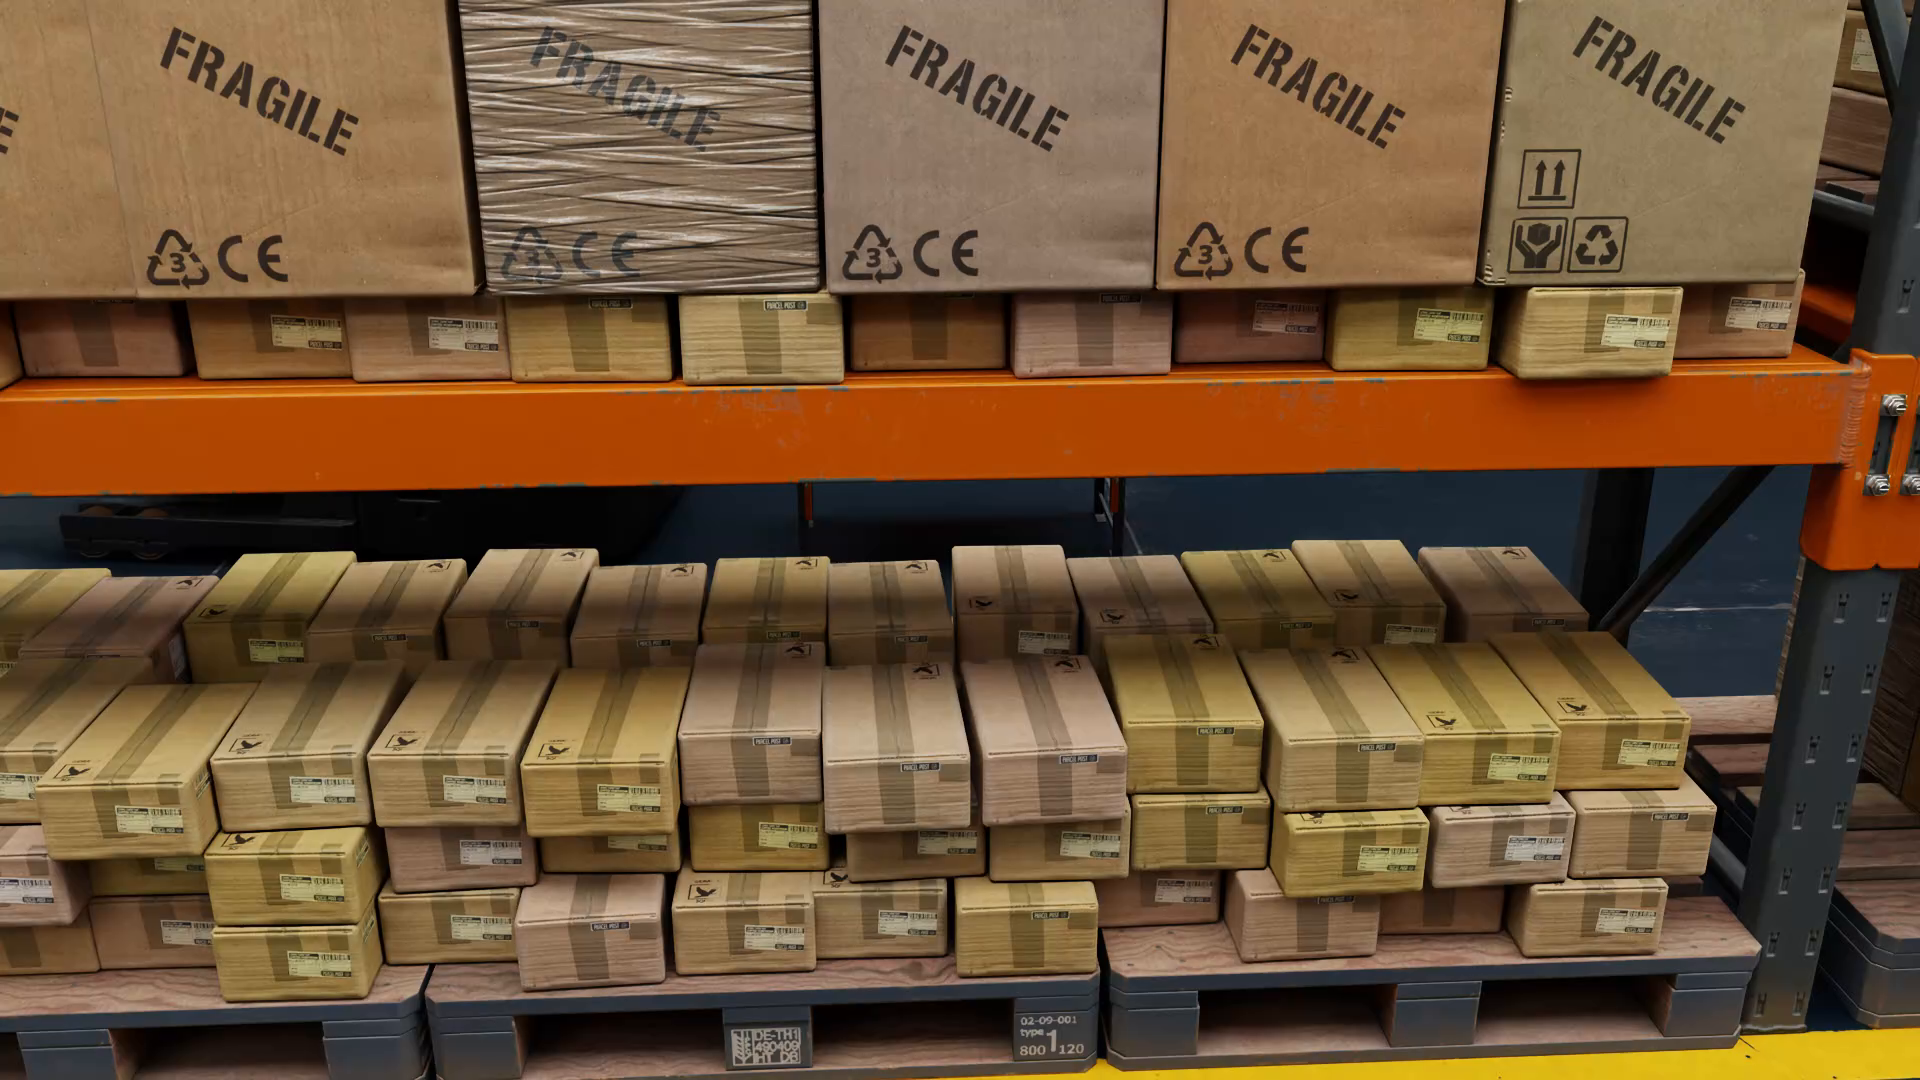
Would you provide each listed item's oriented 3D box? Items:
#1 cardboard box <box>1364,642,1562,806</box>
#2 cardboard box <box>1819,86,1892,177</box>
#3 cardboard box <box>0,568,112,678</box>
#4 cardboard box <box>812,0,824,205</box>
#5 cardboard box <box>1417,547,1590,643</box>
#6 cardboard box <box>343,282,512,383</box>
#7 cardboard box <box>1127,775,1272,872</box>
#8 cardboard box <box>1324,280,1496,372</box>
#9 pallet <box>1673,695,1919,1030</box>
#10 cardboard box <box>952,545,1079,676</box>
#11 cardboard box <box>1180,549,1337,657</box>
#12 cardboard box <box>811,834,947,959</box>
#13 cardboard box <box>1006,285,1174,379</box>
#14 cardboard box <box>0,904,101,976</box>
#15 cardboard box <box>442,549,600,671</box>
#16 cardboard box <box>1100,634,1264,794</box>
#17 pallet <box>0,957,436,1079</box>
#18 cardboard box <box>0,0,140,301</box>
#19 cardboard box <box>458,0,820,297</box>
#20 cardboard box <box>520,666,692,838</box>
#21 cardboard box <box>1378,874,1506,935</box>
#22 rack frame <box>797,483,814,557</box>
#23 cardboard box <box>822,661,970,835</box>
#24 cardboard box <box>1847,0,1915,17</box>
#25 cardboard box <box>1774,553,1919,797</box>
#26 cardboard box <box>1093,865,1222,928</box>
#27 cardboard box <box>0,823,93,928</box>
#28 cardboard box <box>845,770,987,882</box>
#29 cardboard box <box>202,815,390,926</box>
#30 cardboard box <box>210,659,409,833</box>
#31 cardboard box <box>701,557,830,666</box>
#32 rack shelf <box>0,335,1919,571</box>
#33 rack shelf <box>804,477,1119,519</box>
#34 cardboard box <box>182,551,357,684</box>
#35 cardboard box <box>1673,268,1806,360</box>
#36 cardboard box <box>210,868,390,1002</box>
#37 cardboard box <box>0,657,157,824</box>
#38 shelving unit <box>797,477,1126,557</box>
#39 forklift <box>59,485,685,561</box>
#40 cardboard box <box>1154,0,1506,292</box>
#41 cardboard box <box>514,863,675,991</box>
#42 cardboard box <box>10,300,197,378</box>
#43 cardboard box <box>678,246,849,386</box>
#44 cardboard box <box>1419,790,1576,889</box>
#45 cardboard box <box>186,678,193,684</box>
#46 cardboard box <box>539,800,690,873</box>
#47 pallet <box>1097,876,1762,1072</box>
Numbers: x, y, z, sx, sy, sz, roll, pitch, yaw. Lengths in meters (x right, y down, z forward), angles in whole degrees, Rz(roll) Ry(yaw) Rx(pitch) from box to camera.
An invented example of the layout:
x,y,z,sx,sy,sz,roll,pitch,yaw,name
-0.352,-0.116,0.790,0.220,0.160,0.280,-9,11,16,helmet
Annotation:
x,y,z,sx,sy,sz,roll,pitch,yaw,name
0.921,0.336,3.103,0.250,0.149,0.380,-1,21,-2,cardboard box
1.900,-0.798,3.264,0.250,0.149,0.380,-2,21,-4,cardboard box
-1.965,0.198,3.466,0.250,0.149,0.380,-1,21,-2,cardboard box
-0.527,-0.875,3.144,0.500,0.500,0.500,0,21,0,cardboard box
1.159,0.151,3.590,0.250,0.149,0.380,0,21,-1,cardboard box
-0.842,-0.384,2.768,0.250,0.149,0.380,-2,21,-4,cardboard box
0.426,0.467,3.176,0.250,0.149,0.380,-1,21,-3,cardboard box
0.721,-0.406,2.826,0.250,0.149,0.380,0,21,-1,cardboard box
2.292,0.646,3.628,1.213,0.211,1.003,-1,21,-3,pallet
0.113,0.147,3.599,0.250,0.149,0.380,-1,21,-2,cardboard box
0.631,0.158,3.571,0.250,0.149,0.380,-1,21,-4,cardboard box
-0.155,0.627,3.176,0.250,0.149,0.380,-1,21,-2,cardboard box
0.193,-0.394,2.792,0.250,0.149,0.380,-2,21,-5,cardboard box
-1.681,0.645,3.127,0.250,0.149,0.380,-1,21,-3,cardboard box
-0.932,0.155,3.580,0.250,0.149,0.380,0,21,-1,cardboard box
0.410,0.321,3.142,0.250,0.149,0.380,0,21,-1,cardboard box
-1.590,0.738,3.386,1.213,0.211,1.003,-1,21,-3,pallet
-1.482,-0.676,2.623,0.500,0.500,0.500,-1,21,-3,cardboard box
-0.484,-0.694,2.670,0.500,0.500,0.500,-2,21,-4,cardboard box
-0.624,0.375,3.001,0.250,0.149,0.380,-1,21,-2,cardboard box
0.878,0.600,3.246,0.250,0.149,0.380,-1,21,-2,cardboard box
-0.514,-0.515,5.393,0.032,1.125,0.500,-1,21,-3,rack frame
-0.124,0.369,3.015,0.250,0.149,0.380,-2,21,-5,cardboard box
1.904,-1.075,3.156,0.250,0.149,0.380,0,21,-1,cardboard box
2.239,0.227,3.733,0.500,0.500,0.500,-2,21,-4,cardboard box
0.348,0.590,3.271,0.250,0.149,0.380,-2,21,-4,cardboard box
-1.665,0.532,3.005,0.250,0.149,0.380,-1,21,-3,cardboard box
-0.096,0.478,3.149,0.250,0.149,0.380,-2,21,-6,cardboard box
-1.163,0.529,3.013,0.250,0.149,0.380,-1,21,-1,cardboard box
-1.166,0.366,3.024,0.250,0.149,0.380,-2,21,-6,cardboard box
-0.403,0.173,3.531,0.250,0.149,0.380,-1,21,-3,cardboard box
-0.482,-0.264,3.110,4.000,0.370,1.077,-1,21,-3,rack shelf
-0.007,-0.297,5.507,1.000,0.278,0.538,-1,21,-3,rack shelf
-1.460,0.163,3.559,0.250,0.149,0.380,-2,21,-4,cardboard box
1.243,-0.435,2.900,0.250,0.149,0.380,-1,21,-4,cardboard box
-1.172,0.671,3.058,0.250,0.149,0.380,-1,21,-2,cardboard box
-1.668,0.360,3.040,0.250,0.149,0.380,-1,21,-2,cardboard box
-0.007,-0.526,5.420,1.048,1.125,0.538,-1,21,-3,shelving unit
-2.508,-1.487,5.406,3.031,2.935,1.130,2,21,6,forklift
0.529,-0.706,2.702,0.500,0.500,0.500,-2,21,-5,cardboard box
-0.669,0.658,3.093,0.250,0.149,0.380,-2,21,-6,cardboard box
-1.362,-0.393,2.790,0.250,0.149,0.380,0,21,-1,cardboard box
-0.314,-0.377,2.749,0.250,0.149,0.380,-1,21,-2,cardboard box
0.949,0.485,3.129,0.250,0.149,0.380,-2,21,-6,cardboard box
-1.704,0.339,3.513,0.250,0.149,0.380,-2,21,-4,cardboard box
-0.635,0.470,3.169,0.250,0.149,0.380,0,21,0,cardboard box
0.846,0.689,3.516,1.213,0.211,1.003,-1,21,-3,pallet
